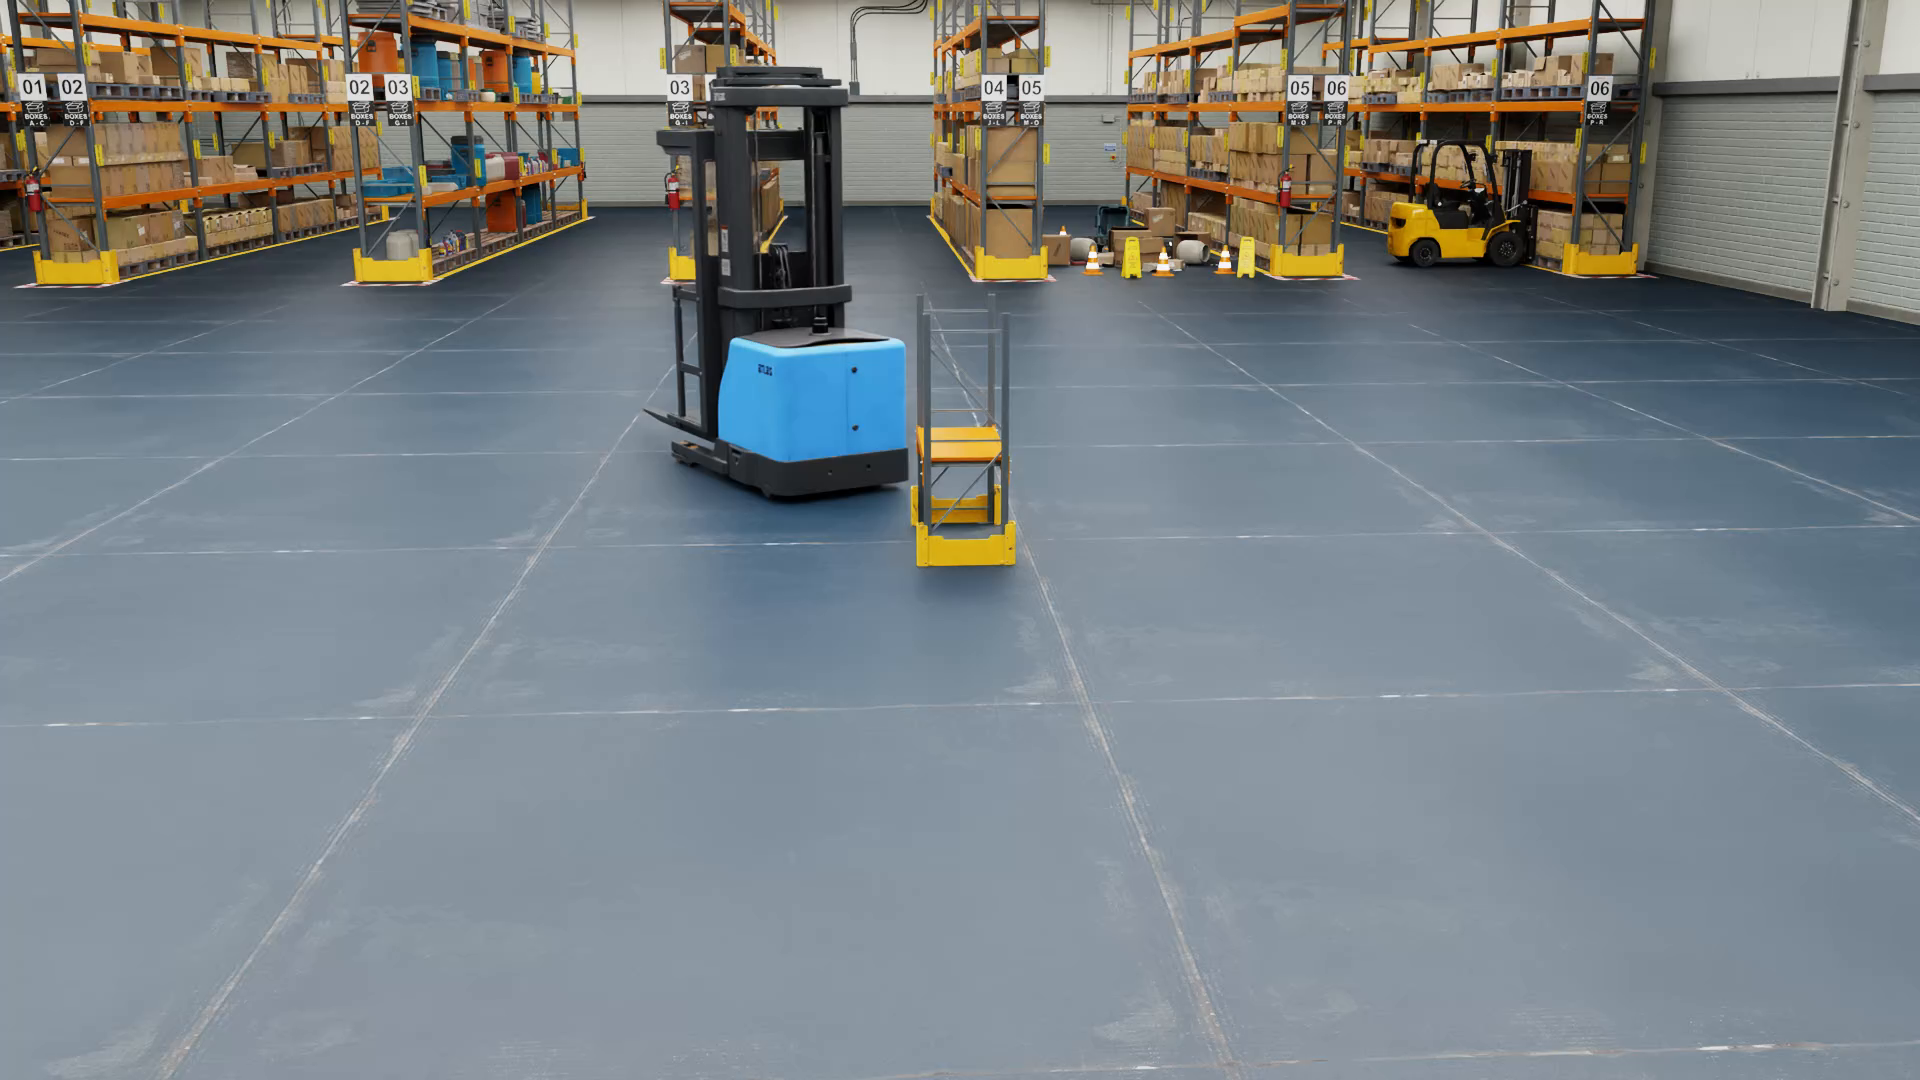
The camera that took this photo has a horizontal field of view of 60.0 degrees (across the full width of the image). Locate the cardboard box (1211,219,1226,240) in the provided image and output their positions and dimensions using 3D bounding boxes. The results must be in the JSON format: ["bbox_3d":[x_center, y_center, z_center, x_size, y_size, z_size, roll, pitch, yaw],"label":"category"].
[{"bbox_3d":[5.439,-6.090,32.607,0.950,0.372,0.625,0,14,0],"label":"cardboard box"}]

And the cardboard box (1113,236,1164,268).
[{"bbox_3d":[3.134,-5.044,29.121,0.797,0.503,0.637,-13,20,-42],"label":"cardboard box"}]

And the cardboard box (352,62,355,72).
[{"bbox_3d":[-15.005,-11.262,40.049,0.700,0.500,0.500,-1,14,-3],"label":"cardboard box"}]

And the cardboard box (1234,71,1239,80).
[{"bbox_3d":[5.216,-8.484,30.364,0.380,0.149,0.250,-1,14,-4],"label":"cardboard box"}]

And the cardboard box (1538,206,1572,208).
[{"bbox_3d":[10.764,-5.912,30.155,0.500,0.250,0.500,-1,14,-3],"label":"cardboard box"}]

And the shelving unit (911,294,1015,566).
[{"bbox_3d":[0.005,-0.707,10.266,0.587,1.500,1.083,-1,14,-3],"label":"shelving unit"}]

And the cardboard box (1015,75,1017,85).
[{"bbox_3d":[1.103,-7.552,27.301,0.380,0.149,0.250,-1,14,-3],"label":"cardboard box"}]

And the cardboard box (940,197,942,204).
[{"bbox_3d":[-0.268,-8.058,39.510,0.380,0.149,0.250,-1,14,-4],"label":"cardboard box"}]

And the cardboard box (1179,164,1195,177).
[{"bbox_3d":[4.984,-7.894,35.489,0.500,0.250,0.500,-1,14,-5],"label":"cardboard box"}]

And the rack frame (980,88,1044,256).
[{"bbox_3d":[0.836,-5.754,26.869,1.000,3.000,0.127,-1,14,-3],"label":"rack frame"}]

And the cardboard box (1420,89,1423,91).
[{"bbox_3d":[9.966,-9.580,35.222,0.380,0.149,0.250,-1,14,-2],"label":"cardboard box"}]

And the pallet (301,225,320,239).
[{"bbox_3d":[-14.585,-6.678,36.059,1.003,0.211,1.213,-1,14,-3],"label":"pallet"}]

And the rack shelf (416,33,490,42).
[{"bbox_3d":[-9.436,-9.576,31.539,0.919,0.124,3.809,-1,14,-3],"label":"rack shelf"}]

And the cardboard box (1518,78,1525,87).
[{"bbox_3d":[10.248,-8.203,29.830,0.380,0.149,0.250,0,14,-2],"label":"cardboard box"}]

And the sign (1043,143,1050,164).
[{"bbox_3d":[1.390,-6.218,26.779,0.100,0.325,0.005,-1,14,-3],"label":"sign"}]

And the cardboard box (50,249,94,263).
[{"bbox_3d":[-14.337,-4.551,26.869,0.500,0.250,0.500,-1,14,-3],"label":"cardboard box"}]

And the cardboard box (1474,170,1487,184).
[{"bbox_3d":[10.184,-6.976,31.922,0.500,0.250,0.500,-1,14,-2],"label":"cardboard box"}]

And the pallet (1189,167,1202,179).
[{"bbox_3d":[5.425,-7.576,34.338,1.213,0.211,1.003,-1,14,-3],"label":"pallet"}]

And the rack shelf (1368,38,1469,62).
[{"bbox_3d":[10.104,-10.783,36.623,1.077,0.370,4.000,-1,14,-3],"label":"rack shelf"}]

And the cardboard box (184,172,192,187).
[{"bbox_3d":[-14.330,-6.594,30.437,0.500,0.250,0.500,0,14,0],"label":"cardboard box"}]

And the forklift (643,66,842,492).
[{"bbox_3d":[-1.568,-2.029,12.530,1.121,2.935,3.031,-9,17,-31],"label":"forklift"}]

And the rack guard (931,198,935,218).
[{"bbox_3d":[-0.151,-8.503,42.573,1.175,0.500,0.348,-1,14,-3],"label":"rack guard"}]

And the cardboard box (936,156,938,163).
[{"bbox_3d":[-0.342,-8.715,38.039,0.380,0.149,0.250,-2,15,-6],"label":"cardboard box"}]

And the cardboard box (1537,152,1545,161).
[{"bbox_3d":[10.319,-6.696,29.029,0.380,0.149,0.250,-1,14,-3],"label":"cardboard box"}]

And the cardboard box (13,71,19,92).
[{"bbox_3d":[-19.621,-9.427,34.044,0.700,0.500,0.500,-2,15,-7],"label":"cardboard box"}]

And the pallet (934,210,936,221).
[{"bbox_3d":[-0.136,-8.161,41.821,1.003,0.211,1.213,-1,14,-3],"label":"pallet"}]

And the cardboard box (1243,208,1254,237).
[{"bbox_3d":[5.365,-5.672,29.723,0.500,0.500,0.500,0,14,-1],"label":"cardboard box"}]

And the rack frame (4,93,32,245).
[{"bbox_3d":[-19.448,-7.463,33.510,1.000,3.000,0.127,-1,14,-3],"label":"rack frame"}]

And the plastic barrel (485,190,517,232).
[{"bbox_3d":[-9.607,-6.889,34.795,0.600,0.830,0.708,-1,14,-3],"label":"plastic barrel"}]

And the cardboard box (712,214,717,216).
[{"bbox_3d":[-4.396,-5.972,31.849,0.700,0.500,0.500,-1,14,-4],"label":"cardboard box"}]

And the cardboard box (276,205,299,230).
[{"bbox_3d":[-14.285,-6.790,35.031,0.500,0.500,0.500,-1,14,-5],"label":"cardboard box"}]

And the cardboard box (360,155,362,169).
[{"bbox_3d":[-14.608,-9.092,39.644,0.500,0.500,0.500,-1,14,-4],"label":"cardboard box"}]

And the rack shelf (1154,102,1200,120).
[{"bbox_3d":[0.123,-9.856,38.238,10.908,0.370,7.904,-1,14,-3],"label":"rack shelf"}]

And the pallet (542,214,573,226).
[{"bbox_3d":[-9.971,-7.746,40.209,1.003,0.211,1.213,-1,14,-3],"label":"pallet"}]

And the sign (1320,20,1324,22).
[{"bbox_3d":[9.191,-13.300,42.125,0.100,0.325,0.005,-1,14,-3],"label":"sign"}]

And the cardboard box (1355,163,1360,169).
[{"bbox_3d":[9.671,-8.935,39.739,0.380,0.149,0.250,0,14,-2],"label":"cardboard box"}]

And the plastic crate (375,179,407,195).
[{"bbox_3d":[-9.429,-5.835,27.484,0.499,0.251,0.408,-1,14,-3],"label":"plastic crate"}]

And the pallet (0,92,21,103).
[{"bbox_3d":[-19.541,-8.983,33.779,1.213,0.211,1.003,0,14,-1],"label":"pallet"}]

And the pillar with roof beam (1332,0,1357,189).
[{"bbox_3d":[6.168,-13.435,44.685,9.100,9.000,0.400,-1,14,-3],"label":"pillar with roof beam"}]

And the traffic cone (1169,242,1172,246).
[{"bbox_3d":[4.048,-5.908,32.561,0.336,0.463,0.334,-1,14,-3],"label":"traffic cone"}]

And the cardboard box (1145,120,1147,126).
[{"bbox_3d":[4.674,-10.077,40.163,0.380,0.149,0.250,-1,14,-5],"label":"cardboard box"}]

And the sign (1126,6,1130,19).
[{"bbox_3d":[4.224,-13.262,41.818,0.100,0.325,0.005,-1,14,-3],"label":"sign"}]

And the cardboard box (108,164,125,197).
[{"bbox_3d":[-14.062,-5.846,27.025,0.700,0.500,0.500,-1,14,-2],"label":"cardboard box"}]

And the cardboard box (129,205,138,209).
[{"bbox_3d":[-19.668,-7.763,38.851,0.700,0.500,0.500,-1,14,-4],"label":"cardboard box"}]

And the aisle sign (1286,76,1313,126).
[{"bbox_3d":[5.484,-7.094,26.863,0.394,0.787,0.004,-1,14,-3],"label":"aisle sign"}]

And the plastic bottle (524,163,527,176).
[{"bbox_3d":[-9.295,-7.901,35.471,0.097,0.271,0.097,0,14,0],"label":"plastic bottle"}]

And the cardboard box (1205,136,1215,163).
[{"bbox_3d":[5.173,-7.739,32.946,0.500,0.500,0.500,-1,14,-6],"label":"cardboard box"}]

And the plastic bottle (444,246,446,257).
[{"bbox_3d":[-8.872,-4.965,28.537,0.097,0.201,0.097,0,14,0],"label":"plastic bottle"}]

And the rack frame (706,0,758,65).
[{"bbox_3d":[-4.617,-10.597,33.654,1.000,3.000,0.127,-1,14,-3],"label":"rack frame"}]
